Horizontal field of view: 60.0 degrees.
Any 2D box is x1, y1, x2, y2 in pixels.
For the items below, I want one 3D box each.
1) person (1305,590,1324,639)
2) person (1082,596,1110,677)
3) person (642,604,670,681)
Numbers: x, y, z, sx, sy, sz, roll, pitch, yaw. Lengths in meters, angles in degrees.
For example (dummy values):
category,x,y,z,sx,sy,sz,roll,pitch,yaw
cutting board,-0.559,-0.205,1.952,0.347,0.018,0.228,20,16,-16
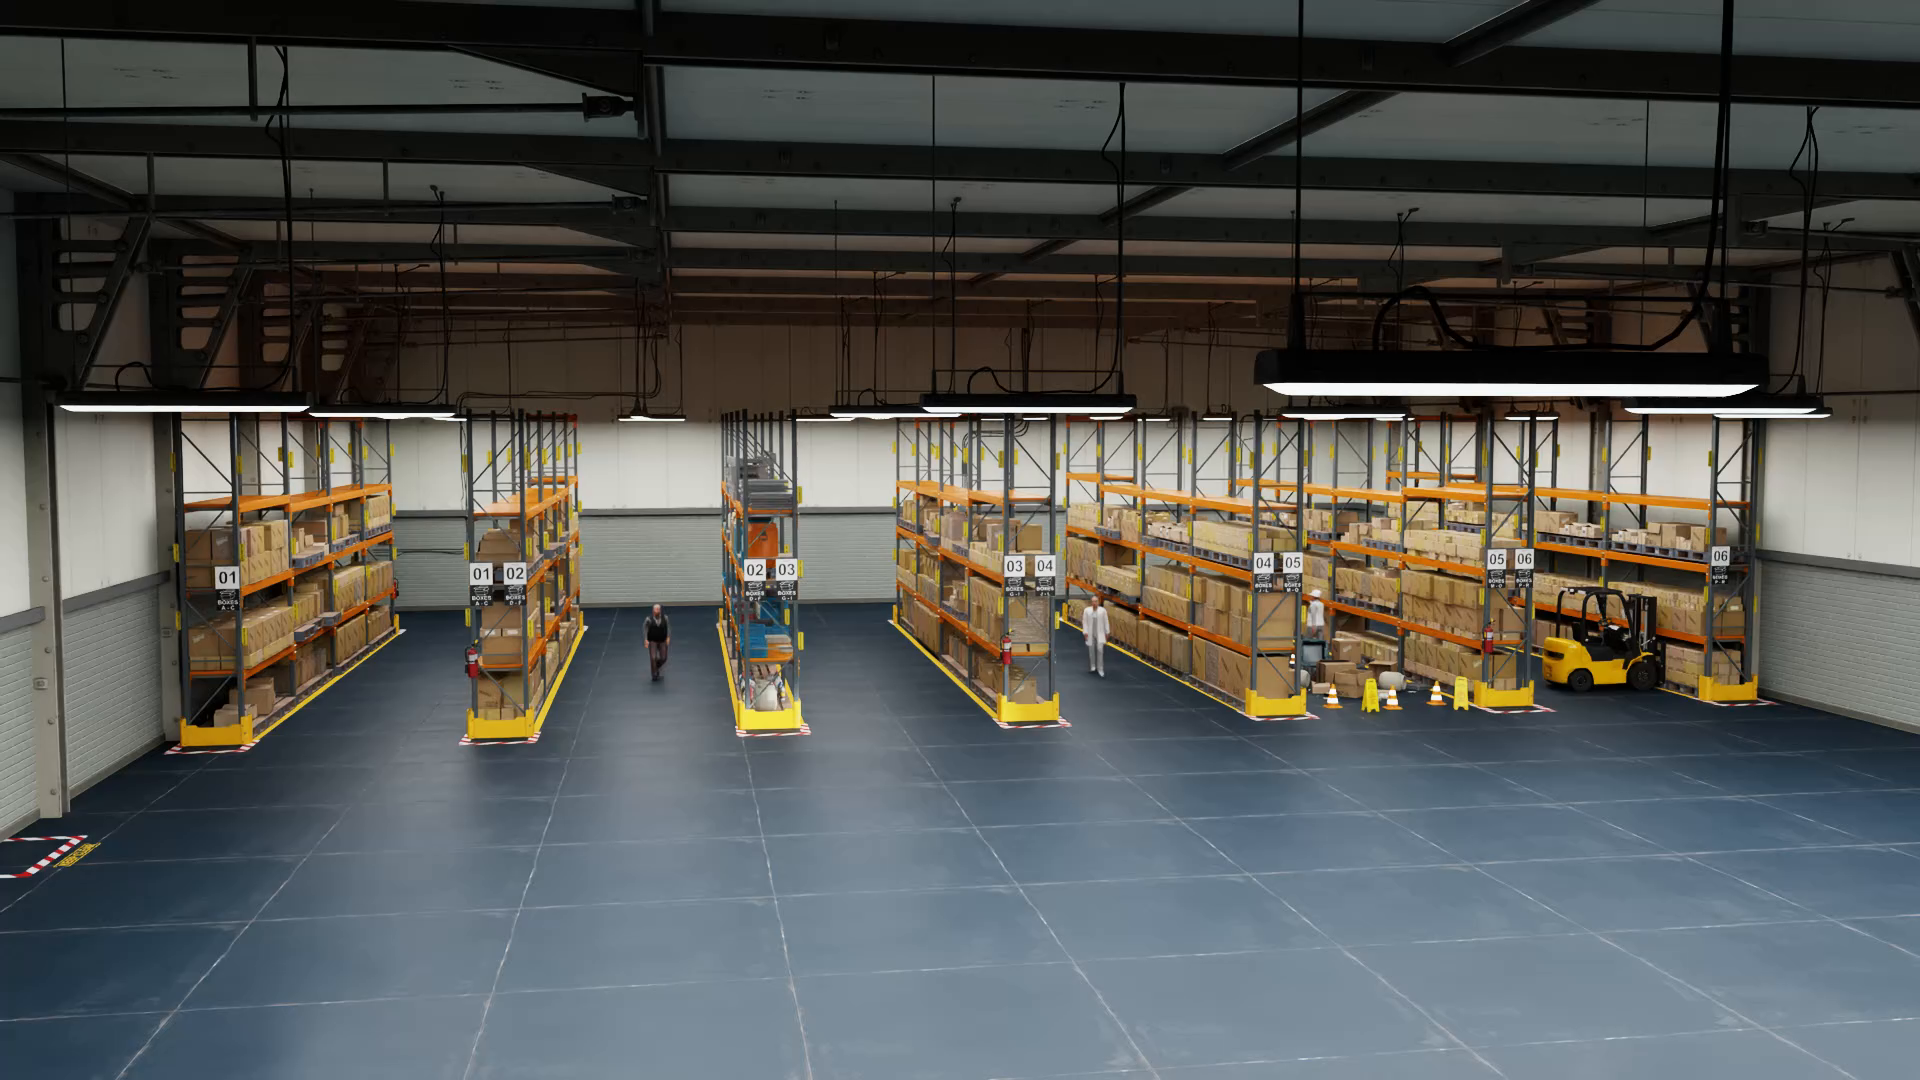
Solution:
category,x,y,z,sx,sy,sz,roll,pitch,yaw
person,8.516,2.088,39.745,0.514,1.801,0.701,-2,4,-23
person,3.114,2.194,38.136,0.622,1.801,0.856,1,4,13
person,-6.816,2.281,37.291,0.637,1.706,0.585,-2,4,-26
